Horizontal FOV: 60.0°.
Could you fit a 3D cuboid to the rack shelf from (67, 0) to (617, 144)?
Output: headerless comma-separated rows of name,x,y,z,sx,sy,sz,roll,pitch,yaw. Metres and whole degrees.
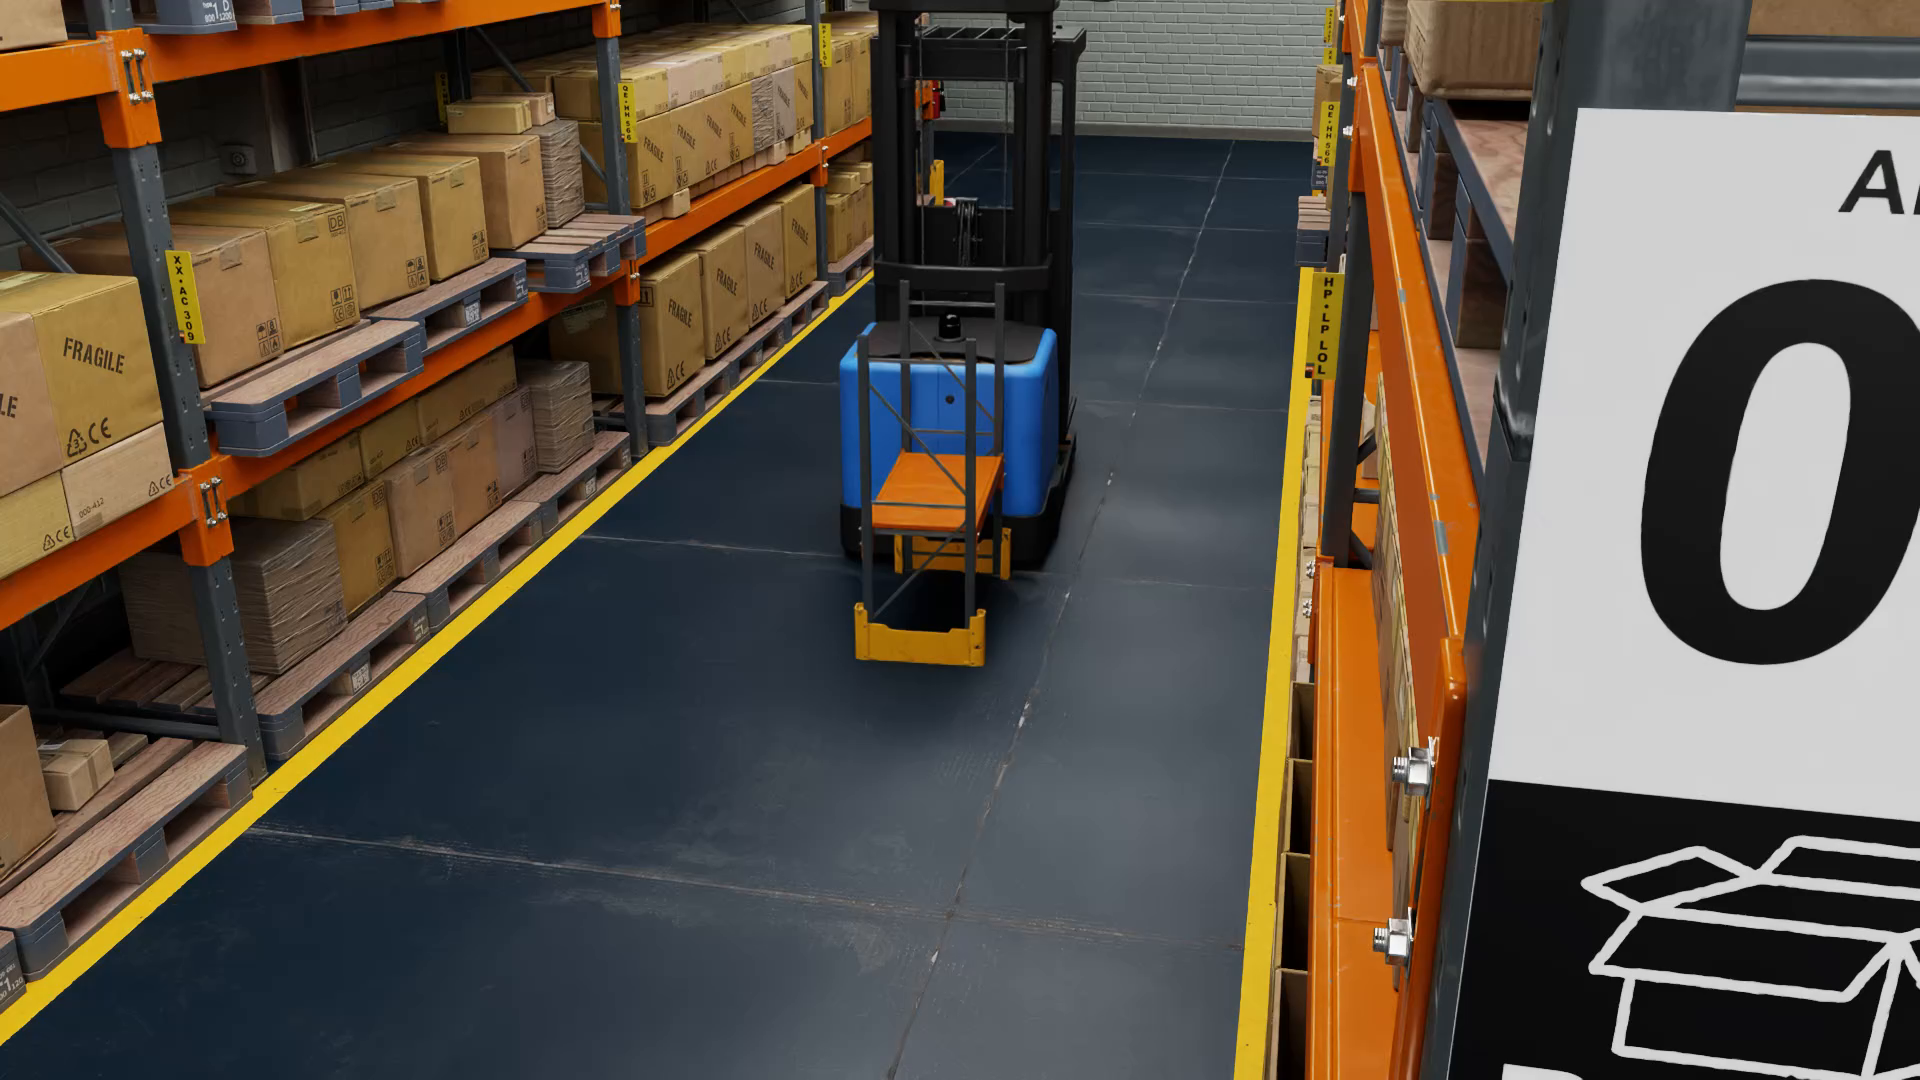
rack shelf,-2.814,-2.266,7.413,1.077,0.370,4.000,4,22,11

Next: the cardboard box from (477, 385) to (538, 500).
cardboard box,-2.720,-0.538,8.930,0.700,0.500,0.500,4,22,11

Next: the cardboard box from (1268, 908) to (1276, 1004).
cardboard box,1.130,1.309,4.707,0.500,0.250,0.500,4,22,11

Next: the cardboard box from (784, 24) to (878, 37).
cardboard box,-1.169,-4.272,15.045,0.980,0.700,0.700,3,22,8

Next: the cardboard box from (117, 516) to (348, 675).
cardboard box,-3.088,0.208,7.079,0.700,0.500,0.500,5,23,13

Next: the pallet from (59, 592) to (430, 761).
pallet,-3.064,0.532,7.251,1.003,0.211,1.213,4,22,11

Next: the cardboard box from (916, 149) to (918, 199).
cardboard box,-0.818,-3.637,16.654,0.700,0.500,0.500,4,22,11

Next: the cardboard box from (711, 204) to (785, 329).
cardboard box,-1.773,-2.027,12.188,0.750,0.750,0.750,5,23,13

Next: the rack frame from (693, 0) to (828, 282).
rack frame,-1.589,-3.403,13.287,1.000,3.000,0.127,4,22,11

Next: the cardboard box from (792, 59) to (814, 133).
cardboard box,-1.437,-3.408,12.743,0.500,0.500,0.500,4,22,10

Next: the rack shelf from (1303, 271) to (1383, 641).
rack shelf,2.037,-0.498,7.039,1.077,0.370,4.000,4,22,11

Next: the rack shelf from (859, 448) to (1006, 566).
rack shelf,-0.110,-0.169,7.747,0.538,0.185,1.000,3,22,8

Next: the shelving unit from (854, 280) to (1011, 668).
shelving unit,-0.108,-0.339,7.688,0.587,1.500,1.083,3,22,8

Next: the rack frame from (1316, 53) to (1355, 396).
rack frame,2.445,-1.564,8.721,1.000,3.000,0.127,4,22,11

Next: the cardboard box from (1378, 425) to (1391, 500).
cardboard box,1.282,-0.178,4.279,0.380,0.149,0.250,4,22,10

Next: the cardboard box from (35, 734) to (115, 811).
cardboard box,-3.301,0.831,5.978,0.380,0.166,0.250,2,22,4

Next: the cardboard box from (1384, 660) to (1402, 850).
cardboard box,1.337,0.392,3.731,0.700,0.500,0.500,5,22,12

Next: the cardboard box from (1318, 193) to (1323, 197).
cardboard box,3.587,-3.058,15.523,0.500,0.250,0.500,4,22,11

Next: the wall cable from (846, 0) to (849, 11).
wall cable,-1.438,-5.877,18.072,0.084,1.984,1.851,4,22,11

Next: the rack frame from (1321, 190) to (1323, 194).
rack frame,4.077,-4.489,15.986,1.000,3.000,0.127,4,22,11

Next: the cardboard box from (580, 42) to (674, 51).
cardboard box,-2.246,-3.230,11.295,0.500,0.250,0.500,4,22,10

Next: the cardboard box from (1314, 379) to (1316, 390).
cardboard box,2.512,-1.157,10.469,0.500,0.500,0.500,4,22,9

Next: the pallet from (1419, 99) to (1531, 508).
pallet,0.982,-0.245,1.550,1.003,0.211,1.213,4,22,11

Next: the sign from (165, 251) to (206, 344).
sign,-2.689,-0.840,5.765,0.100,0.325,0.005,4,22,11

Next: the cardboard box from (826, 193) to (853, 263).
cardboard box,-1.336,-2.704,14.336,0.700,0.500,0.500,5,22,12

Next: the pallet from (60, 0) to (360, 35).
pallet,-2.991,-1.999,6.038,1.213,0.211,1.003,4,22,11

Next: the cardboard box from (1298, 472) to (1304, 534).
cardboard box,1.949,-0.130,8.279,0.500,0.250,0.500,4,22,9

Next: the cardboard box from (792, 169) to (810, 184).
cardboard box,-1.402,-3.256,14.839,0.380,0.149,0.250,4,22,9

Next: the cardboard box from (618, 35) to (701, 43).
cardboard box,-2.136,-3.420,11.768,0.500,0.250,0.500,4,22,9

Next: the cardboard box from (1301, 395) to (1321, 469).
cardboard box,2.050,-0.574,8.631,0.500,0.311,0.500,5,23,13

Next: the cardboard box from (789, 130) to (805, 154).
cardboard box,-1.409,-3.056,12.736,0.380,0.149,0.250,5,22,12

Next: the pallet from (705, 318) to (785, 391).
pallet,-1.920,-1.374,11.982,1.003,0.211,1.213,4,22,11

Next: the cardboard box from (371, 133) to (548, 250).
cardboard box,-2.579,-1.811,8.613,0.700,0.500,0.500,2,22,6

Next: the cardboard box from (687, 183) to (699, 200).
cardboard box,-1.939,-2.315,10.895,0.380,0.149,0.250,5,22,12

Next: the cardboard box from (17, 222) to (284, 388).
cardboard box,-3.084,-0.911,6.378,0.700,0.500,0.500,5,22,11

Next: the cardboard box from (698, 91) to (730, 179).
cardboard box,-1.837,-2.664,10.894,0.500,0.500,0.500,4,22,11

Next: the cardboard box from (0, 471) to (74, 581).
cardboard box,-3.131,-0.039,5.109,0.500,0.250,0.500,5,22,11

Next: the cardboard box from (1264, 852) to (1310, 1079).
cardboard box,1.024,1.144,4.114,0.500,0.500,0.500,4,22,11

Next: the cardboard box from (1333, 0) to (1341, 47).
cardboard box,3.420,-4.297,14.036,0.500,0.500,0.500,4,22,10

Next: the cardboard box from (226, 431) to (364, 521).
cardboard box,-3.001,-0.301,7.340,0.500,0.250,0.500,4,22,10

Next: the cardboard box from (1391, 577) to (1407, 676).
cardboard box,1.072,0.202,3.334,0.380,0.149,0.250,4,22,10

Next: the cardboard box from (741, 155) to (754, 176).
cardboard box,-1.683,-2.689,11.825,0.380,0.149,0.250,4,22,9

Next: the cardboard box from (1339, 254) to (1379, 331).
cardboard box,2.073,-1.210,7.962,0.500,0.311,0.500,4,22,10

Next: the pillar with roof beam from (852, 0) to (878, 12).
pillar with roof beam,3.146,-8.374,17.600,9.100,9.000,0.400,4,22,11

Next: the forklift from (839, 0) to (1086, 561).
forklift,0.105,-1.768,9.320,1.130,2.935,3.031,3,22,8

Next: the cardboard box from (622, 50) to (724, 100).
cardboard box,-1.853,-3.008,10.743,0.500,0.250,0.500,5,22,11

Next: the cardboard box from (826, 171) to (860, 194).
cardboard box,-1.088,-3.116,14.491,0.380,0.149,0.250,5,23,13

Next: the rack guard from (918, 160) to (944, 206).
rack guard,-0.768,-3.715,17.409,1.175,0.500,0.348,4,22,11

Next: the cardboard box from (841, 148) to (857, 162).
cardboard box,-1.194,-3.629,15.765,0.380,0.149,0.250,5,22,12

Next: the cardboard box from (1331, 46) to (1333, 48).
cardboard box,3.729,-4.394,15.614,0.500,0.500,0.500,5,22,12

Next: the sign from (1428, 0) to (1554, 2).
sign,0.284,-0.450,0.861,0.100,0.325,0.005,4,22,11

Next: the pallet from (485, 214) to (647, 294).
pallet,-2.447,-1.582,9.024,1.213,0.211,1.003,4,22,11

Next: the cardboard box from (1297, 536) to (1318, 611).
cardboard box,1.635,0.177,6.767,0.500,0.311,0.500,4,22,11

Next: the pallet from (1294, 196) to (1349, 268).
pallet,2.514,-1.728,9.386,1.213,0.211,1.003,4,22,11

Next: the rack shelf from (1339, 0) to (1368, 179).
rack shelf,2.037,-1.890,6.479,1.077,0.370,4.000,4,22,11

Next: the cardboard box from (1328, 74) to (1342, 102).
cardboard box,2.867,-2.855,11.232,0.700,0.500,0.500,8,23,19
